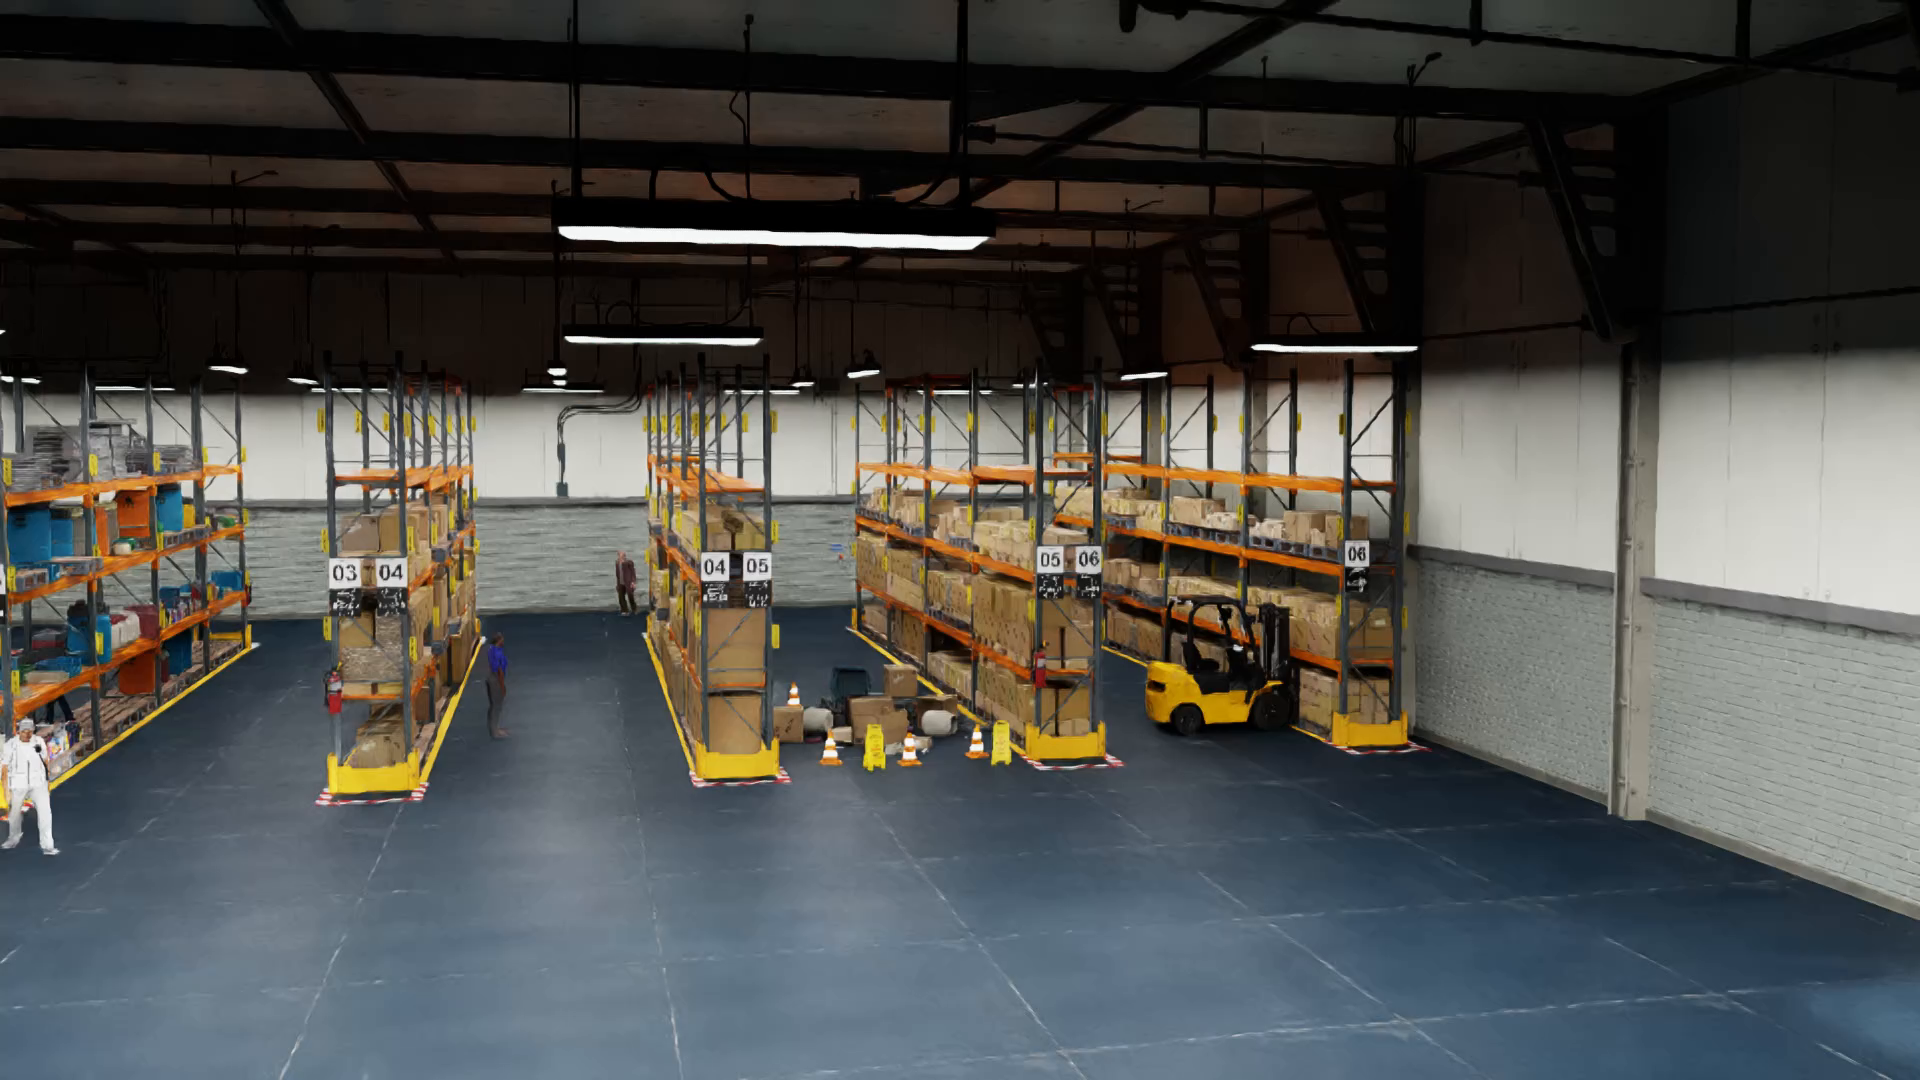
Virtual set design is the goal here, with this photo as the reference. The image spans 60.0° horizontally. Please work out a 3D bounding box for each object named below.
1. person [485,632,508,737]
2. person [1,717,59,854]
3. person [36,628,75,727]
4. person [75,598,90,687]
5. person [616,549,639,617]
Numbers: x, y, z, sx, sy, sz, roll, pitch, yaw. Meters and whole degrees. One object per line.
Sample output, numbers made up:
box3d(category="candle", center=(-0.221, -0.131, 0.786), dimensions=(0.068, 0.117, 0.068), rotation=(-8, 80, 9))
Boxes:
box3d(category="person", center=(-7.433, 2.304, 26.717), dimensions=(0.371, 1.650, 0.582), rotation=(-3, 5, -34))
box3d(category="person", center=(-10.888, 2.850, 19.396), dimensions=(0.519, 1.607, 0.941), rotation=(-3, 5, -36))
box3d(category="person", center=(-14.336, 2.177, 26.294), dimensions=(0.562, 1.576, 0.577), rotation=(-2, 4, -26))
box3d(category="person", center=(-16.779, 1.952, 31.739), dimensions=(0.545, 1.652, 0.545), rotation=(0, 4, 6))
box3d(category="person", center=(-8.694, 1.108, 43.432), dimensions=(0.613, 1.755, 0.622), rotation=(2, 4, 22))
